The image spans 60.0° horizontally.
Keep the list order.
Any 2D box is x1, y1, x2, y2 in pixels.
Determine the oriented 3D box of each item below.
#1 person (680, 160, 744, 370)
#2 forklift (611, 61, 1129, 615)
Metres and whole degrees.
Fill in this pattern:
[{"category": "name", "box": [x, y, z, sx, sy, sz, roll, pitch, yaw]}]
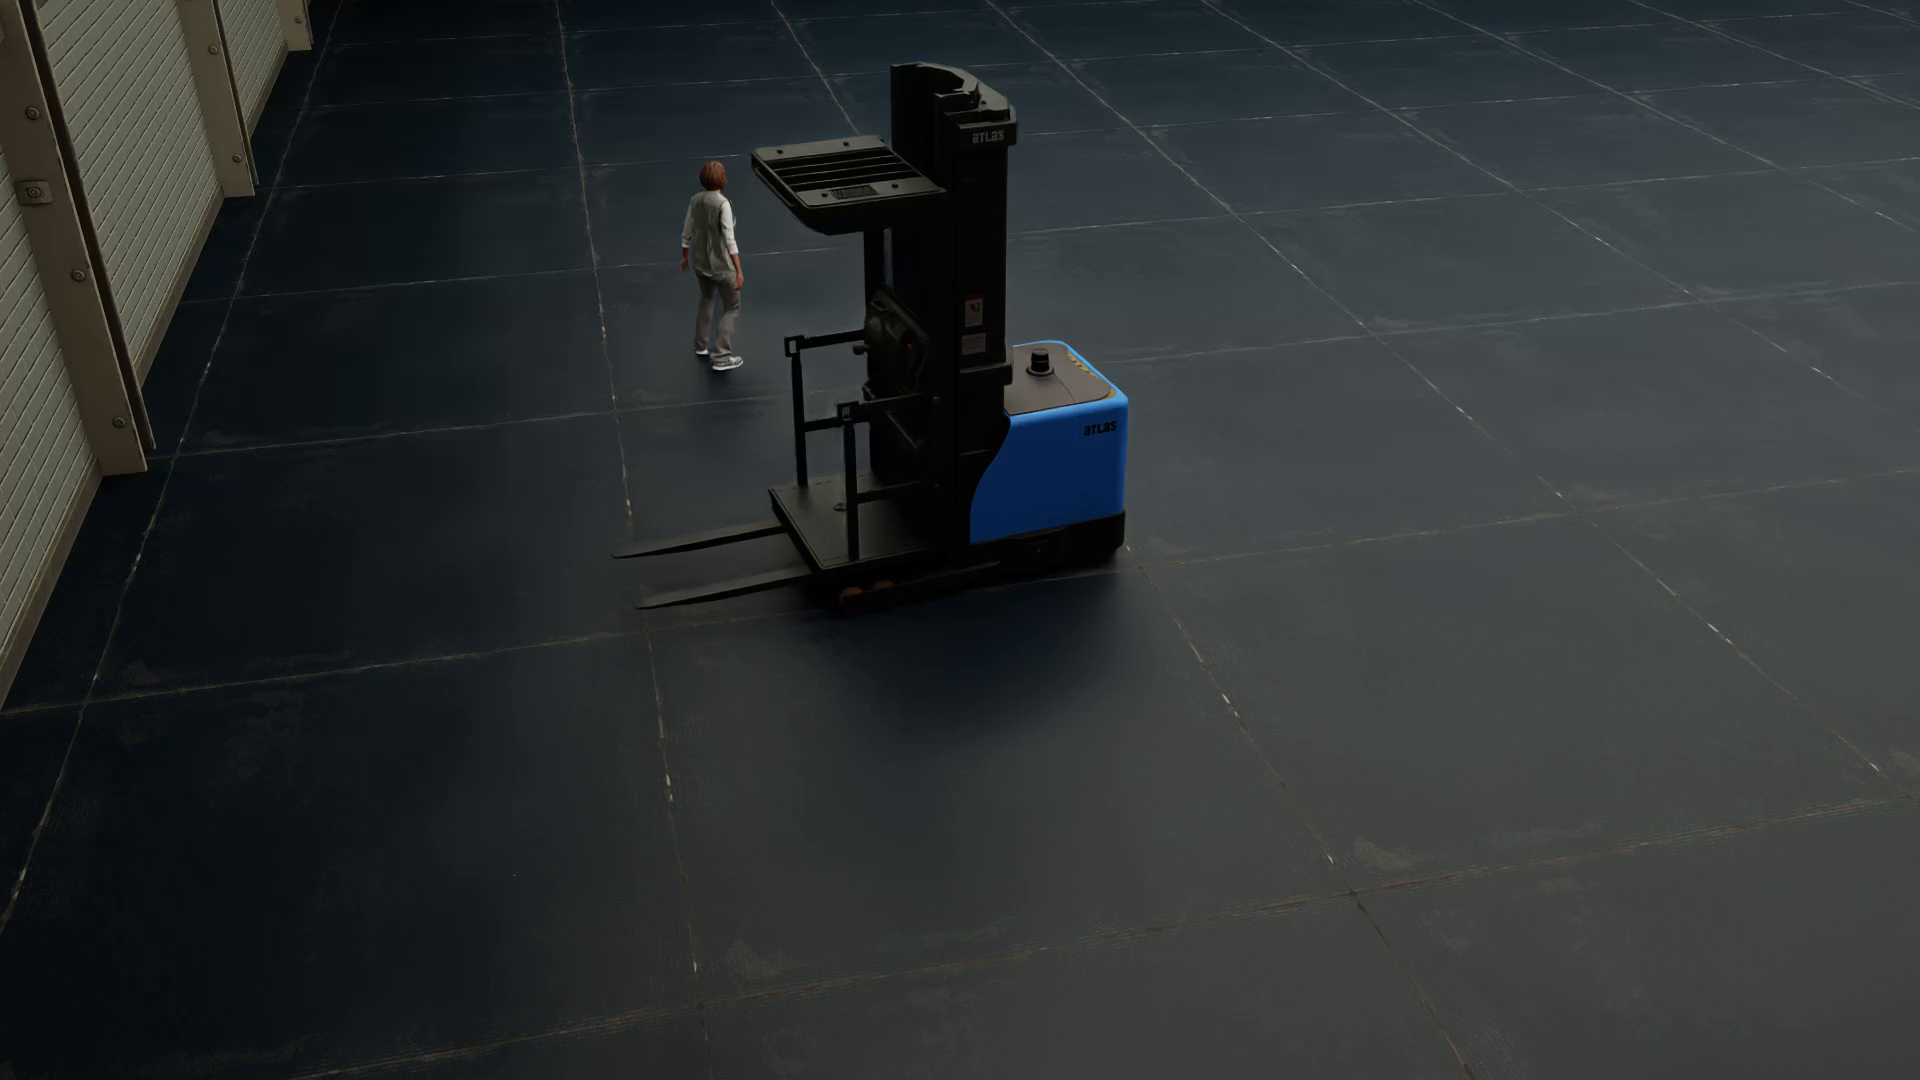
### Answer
[{"category": "person", "box": [-1.857, -2.059, 12.513, 0.726, 1.564, 0.385, 21, 36, 32]}, {"category": "forklift", "box": [-0.553, -1.128, 9.523, 3.031, 2.935, 1.130, -11, 32, -19]}]
